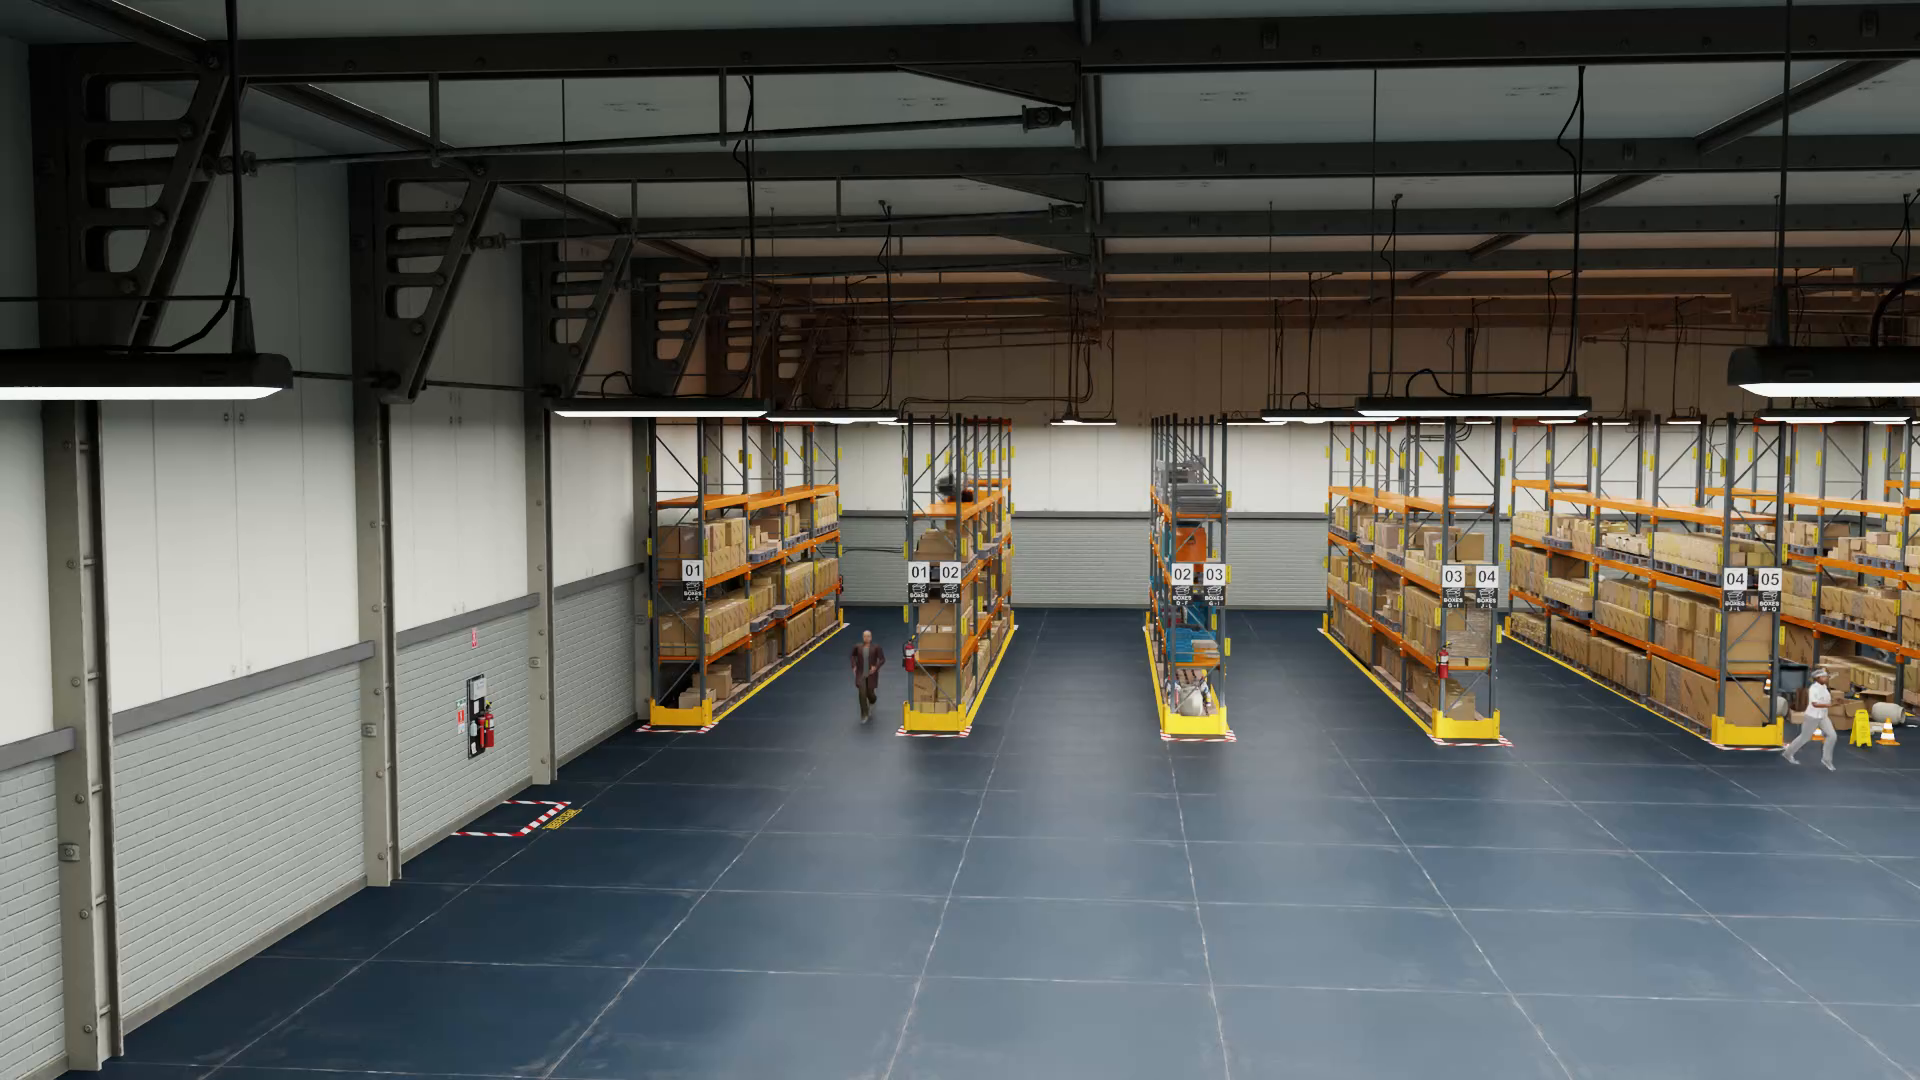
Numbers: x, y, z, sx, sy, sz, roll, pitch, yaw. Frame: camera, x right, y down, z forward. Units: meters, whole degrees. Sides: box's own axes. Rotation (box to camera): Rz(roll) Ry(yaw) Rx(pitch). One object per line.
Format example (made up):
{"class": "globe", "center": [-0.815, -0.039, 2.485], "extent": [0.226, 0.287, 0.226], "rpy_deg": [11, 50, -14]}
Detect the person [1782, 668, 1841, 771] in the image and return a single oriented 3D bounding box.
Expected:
{"class": "person", "center": [14.372, 3.000, 27.971], "extent": [0.588, 1.746, 0.888], "rpy_deg": [-3, 5, -38]}

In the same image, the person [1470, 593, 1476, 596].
{"class": "person", "center": [13.879, 1.864, 45.629], "extent": [0.646, 1.575, 0.876], "rpy_deg": [1, 4, 8]}

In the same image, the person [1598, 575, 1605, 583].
{"class": "person", "center": [17.319, 1.832, 45.020], "extent": [0.666, 1.775, 1.141], "rpy_deg": [0, 4, 4]}

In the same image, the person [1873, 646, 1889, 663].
{"class": "person", "center": [22.037, 2.231, 39.717], "extent": [0.618, 1.684, 0.762], "rpy_deg": [0, 4, -1]}

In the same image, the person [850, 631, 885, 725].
{"class": "person", "center": [-1.815, 2.661, 32.545], "extent": [0.713, 1.794, 0.936], "rpy_deg": [0, 4, 3]}
